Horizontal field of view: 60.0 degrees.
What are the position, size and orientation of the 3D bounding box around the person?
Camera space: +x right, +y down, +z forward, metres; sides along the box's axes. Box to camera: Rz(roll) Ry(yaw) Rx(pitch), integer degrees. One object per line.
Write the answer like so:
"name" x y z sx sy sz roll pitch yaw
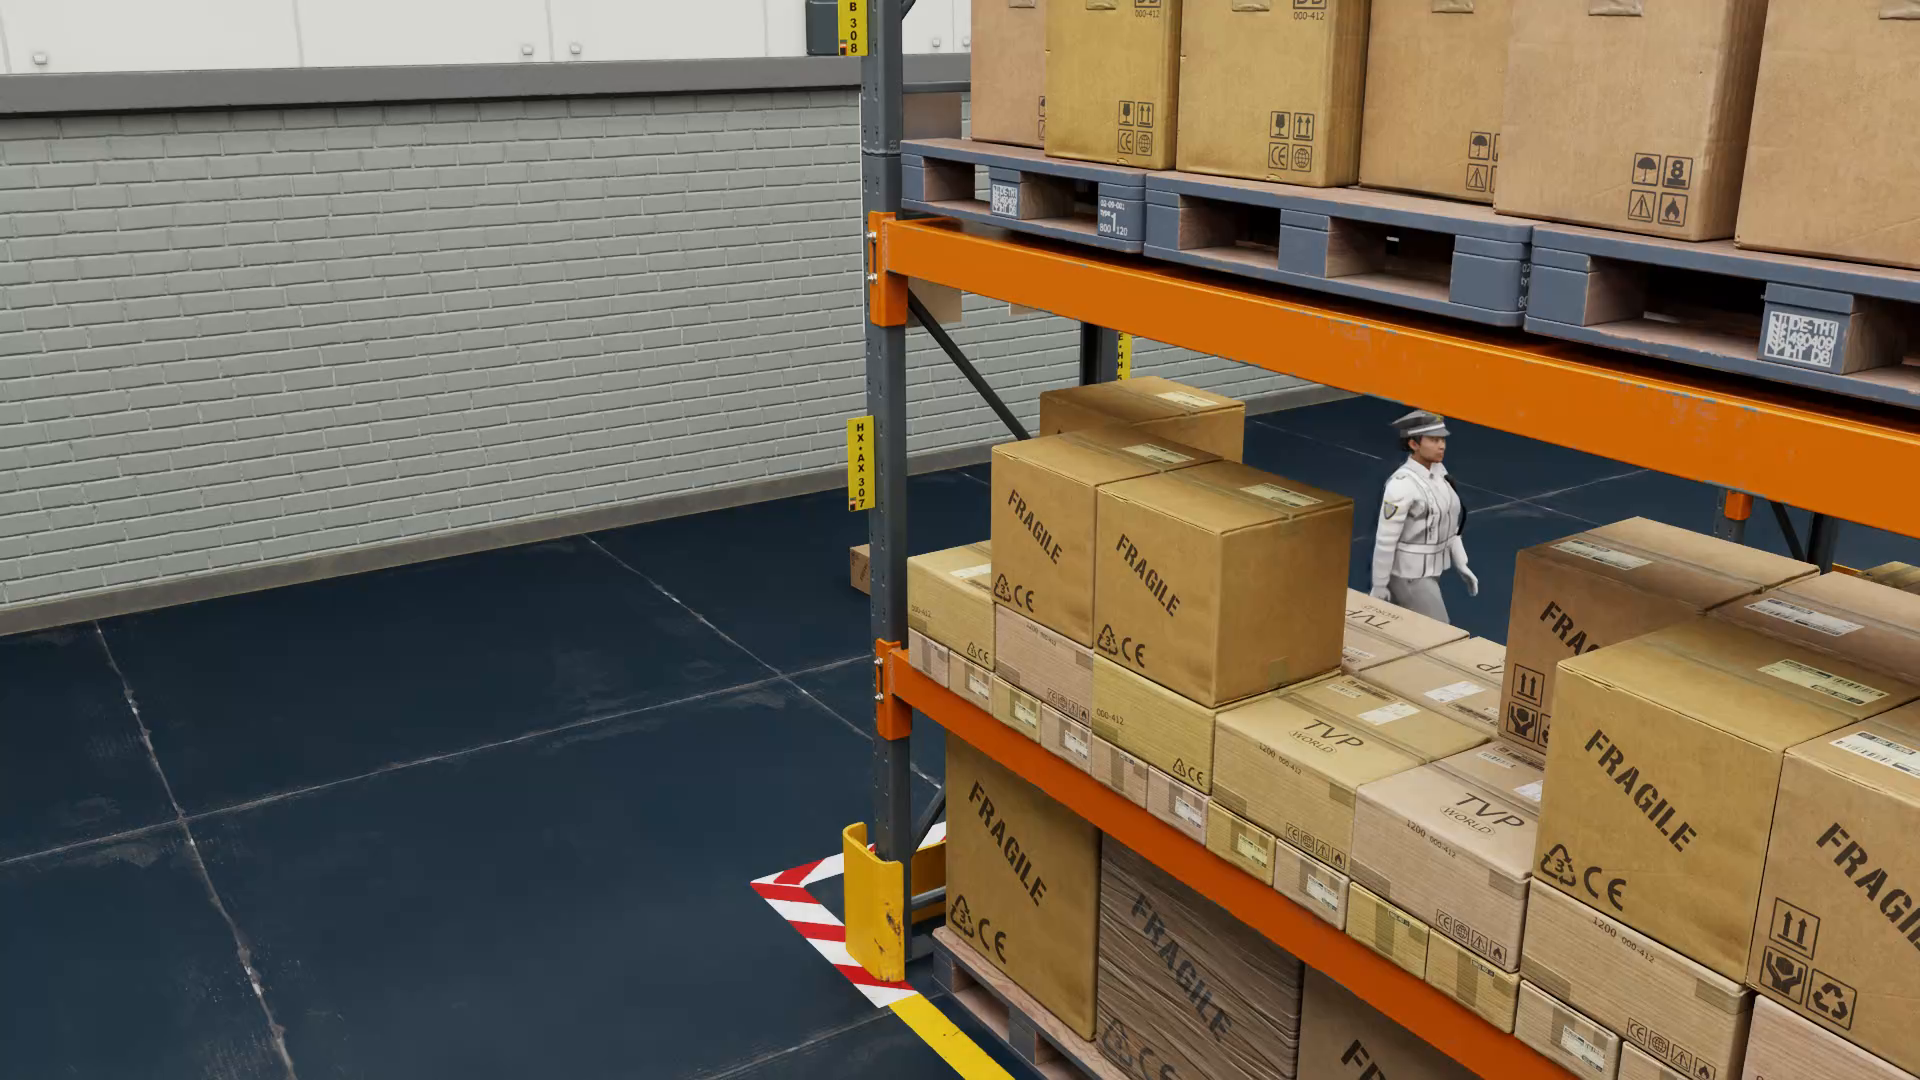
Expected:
"person" 2.227 0.145 8.054 1.022 1.636 0.484 12 22 33
